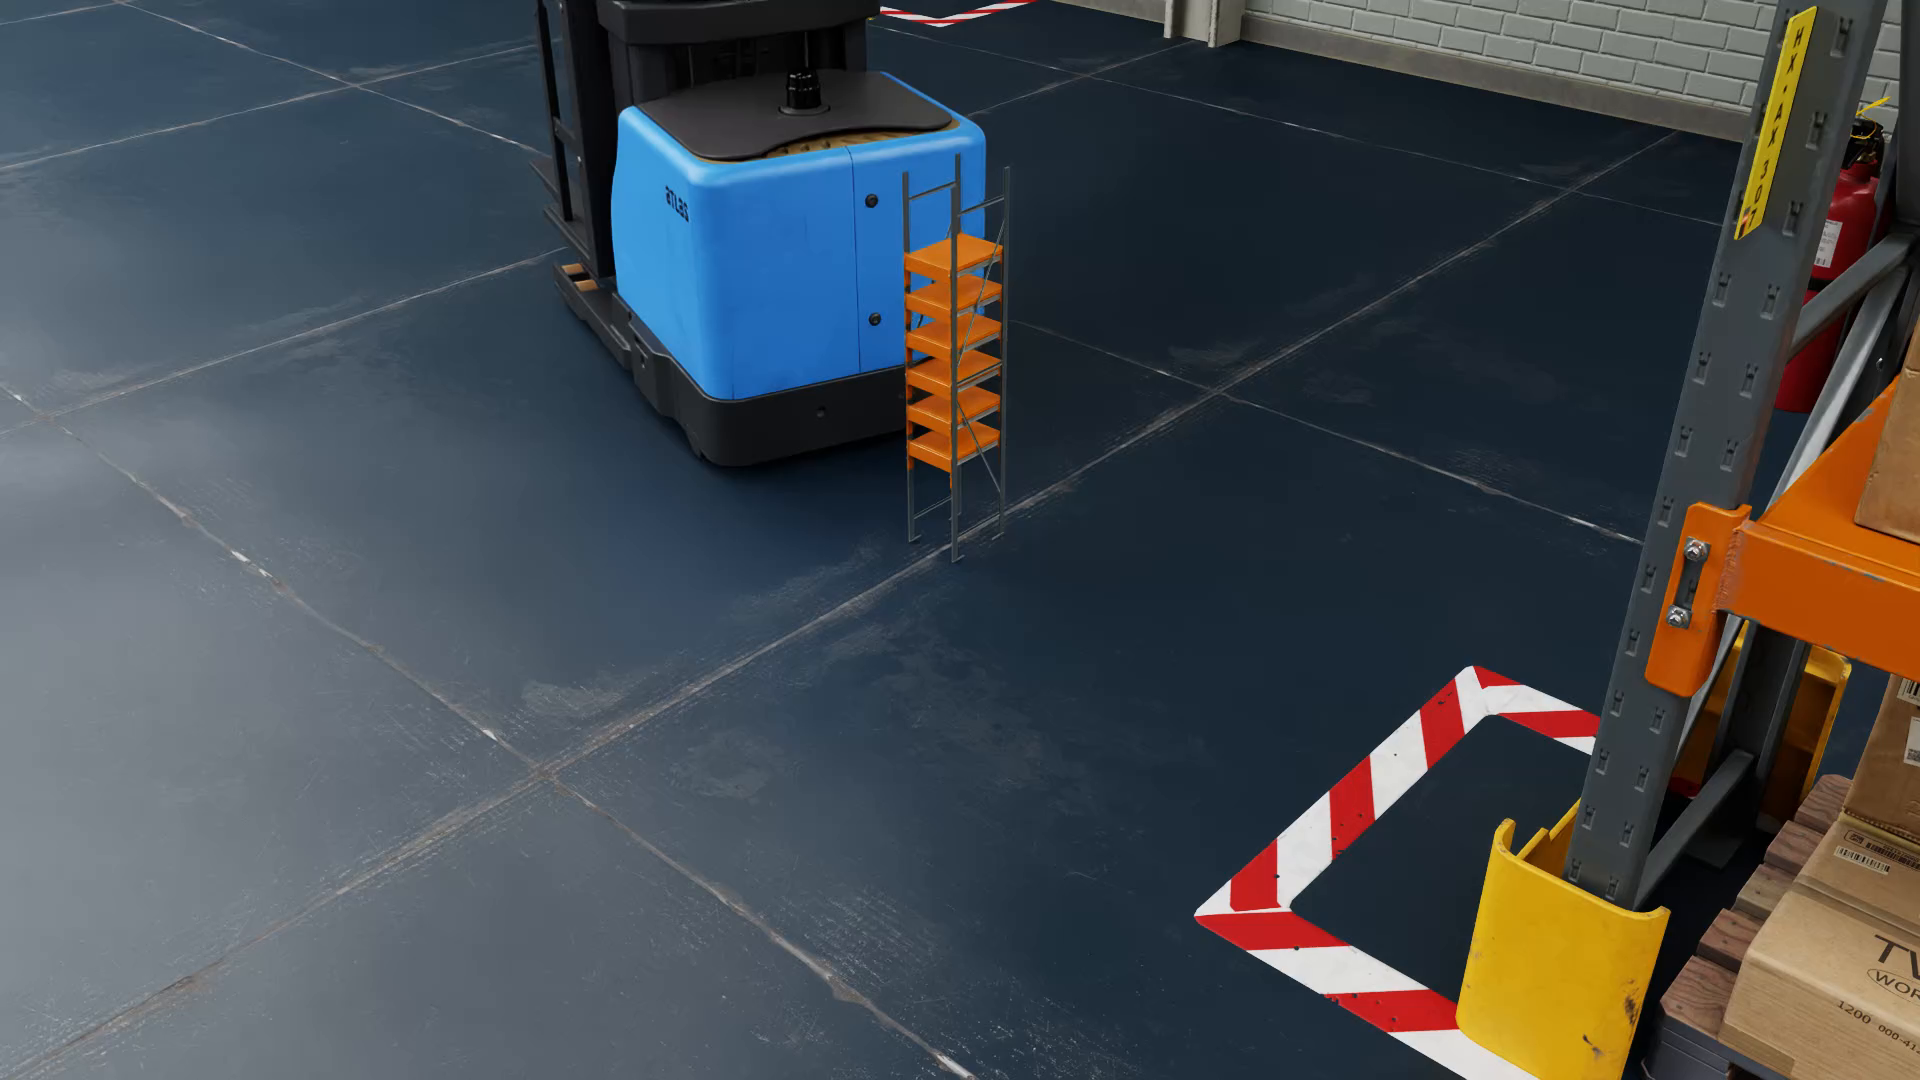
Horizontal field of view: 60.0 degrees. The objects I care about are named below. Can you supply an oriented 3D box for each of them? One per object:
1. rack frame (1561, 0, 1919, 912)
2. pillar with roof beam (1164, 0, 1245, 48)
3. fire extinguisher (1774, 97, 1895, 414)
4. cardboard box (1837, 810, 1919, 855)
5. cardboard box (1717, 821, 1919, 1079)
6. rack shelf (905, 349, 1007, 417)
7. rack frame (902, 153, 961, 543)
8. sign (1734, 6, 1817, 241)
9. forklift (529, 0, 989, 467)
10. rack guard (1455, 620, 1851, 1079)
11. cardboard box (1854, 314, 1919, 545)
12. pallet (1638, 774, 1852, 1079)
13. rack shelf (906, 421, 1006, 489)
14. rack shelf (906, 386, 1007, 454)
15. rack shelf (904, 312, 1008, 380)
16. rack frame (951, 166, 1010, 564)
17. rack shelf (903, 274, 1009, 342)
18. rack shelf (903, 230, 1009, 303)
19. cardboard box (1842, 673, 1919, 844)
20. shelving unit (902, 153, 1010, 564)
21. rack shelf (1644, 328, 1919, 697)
[{"bbox_3d":[1.567,-0.410,3.023,0.127,3.000,1.000,25,39,35],"label":"rack frame"},{"bbox_3d":[-1.349,-5.395,5.486,0.400,9.000,9.100,25,39,35],"label":"pillar with roof beam"},{"bbox_3d":[1.792,-0.596,3.406,0.183,0.674,0.296,25,39,35],"label":"fire extinguisher"},{"bbox_3d":[2.163,0.661,3.503,0.500,0.250,0.500,25,39,35],"label":"cardboard box"},{"bbox_3d":[1.816,0.859,3.174,0.500,0.250,0.500,25,39,35],"label":"cardboard box"},{"bbox_3d":[-0.011,-0.481,4.972,0.180,0.103,0.258,25,39,35],"label":"rack shelf"},{"bbox_3d":[-0.079,-0.551,5.001,0.006,1.200,0.240,25,39,35],"label":"rack frame"},{"bbox_3d":[1.191,-0.605,2.430,0.005,0.325,0.100,25,39,35],"label":"sign"},{"bbox_3d":[-1.022,-2.235,6.120,1.130,2.935,3.031,-15,34,-23],"label":"forklift"},{"bbox_3d":[1.550,0.652,3.682,0.348,0.500,1.175,25,39,35],"label":"rack guard"},{"bbox_3d":[1.905,-0.287,2.721,0.500,0.500,0.700,25,39,35],"label":"cardboard box"},{"bbox_3d":[2.163,1.033,3.329,1.213,0.211,1.003,25,39,35],"label":"pallet"},{"bbox_3d":[-0.011,-0.275,5.096,0.180,0.103,0.258,25,39,35],"label":"rack shelf"},{"bbox_3d":[-0.011,-0.378,5.034,0.180,0.103,0.258,25,39,35],"label":"rack shelf"},{"bbox_3d":[-0.011,-0.584,4.910,0.180,0.103,0.258,25,39,35],"label":"rack shelf"},{"bbox_3d":[0.057,-0.487,4.896,0.006,1.200,0.240,25,39,35],"label":"rack frame"},{"bbox_3d":[-0.011,-0.687,4.848,0.180,0.103,0.258,25,39,35],"label":"rack shelf"},{"bbox_3d":[-0.011,-0.789,4.786,0.180,0.103,0.258,25,39,35],"label":"rack shelf"},{"bbox_3d":[2.165,0.338,3.311,0.500,0.500,0.500,25,39,35],"label":"cardboard box"},{"bbox_3d":[-0.011,-0.519,4.949,0.189,1.200,0.258,25,39,35],"label":"shelving unit"},{"bbox_3d":[3.050,0.590,2.059,4.000,0.370,1.077,25,39,35],"label":"rack shelf"}]
